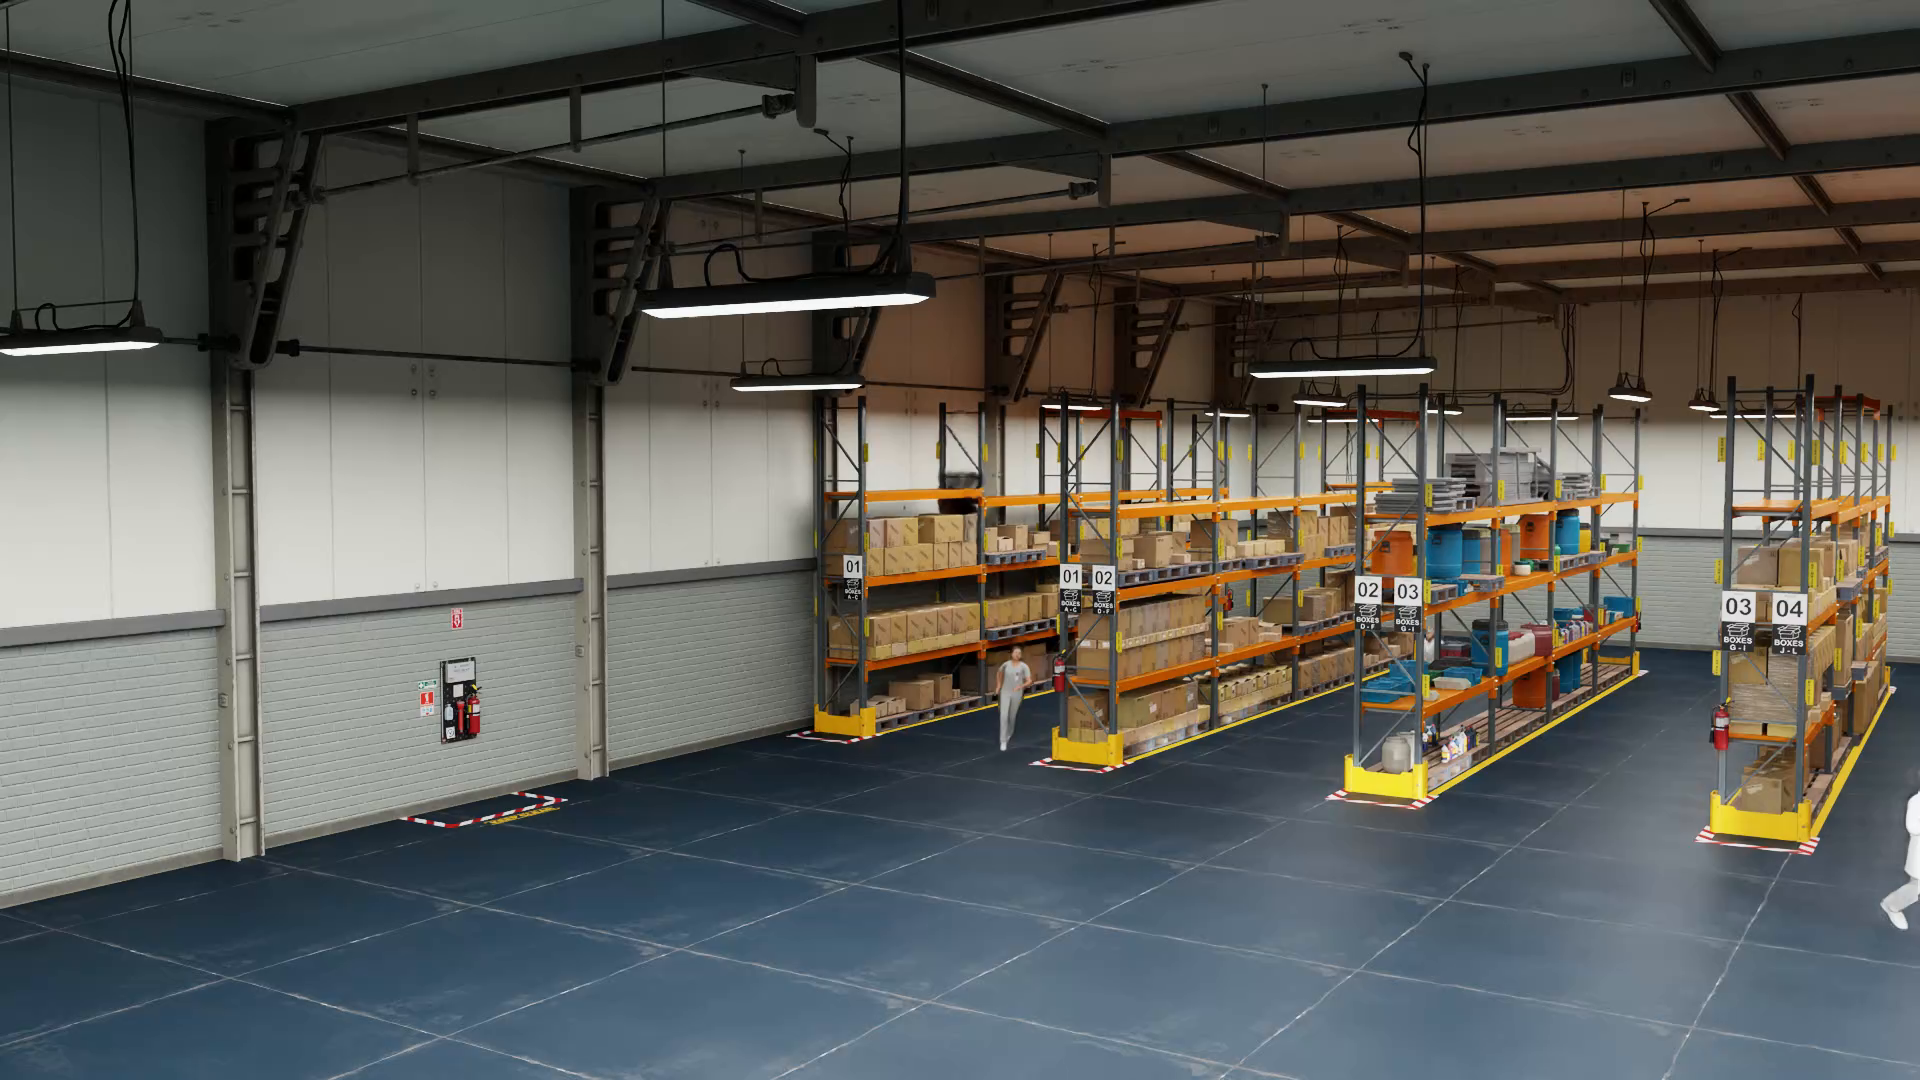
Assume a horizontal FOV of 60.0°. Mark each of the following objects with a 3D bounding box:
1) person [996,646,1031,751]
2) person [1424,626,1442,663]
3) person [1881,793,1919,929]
[{"bbox_3d":[0.883,2.565,27.296,0.585,1.669,0.818,0,3,7],"label":"person"},{"bbox_3d":[9.123,2.496,32.104,0.622,1.686,0.707,2,4,38],"label":"person"},{"bbox_3d":[9.868,3.238,17.012,0.738,1.853,0.971,-1,3,-23],"label":"person"}]
